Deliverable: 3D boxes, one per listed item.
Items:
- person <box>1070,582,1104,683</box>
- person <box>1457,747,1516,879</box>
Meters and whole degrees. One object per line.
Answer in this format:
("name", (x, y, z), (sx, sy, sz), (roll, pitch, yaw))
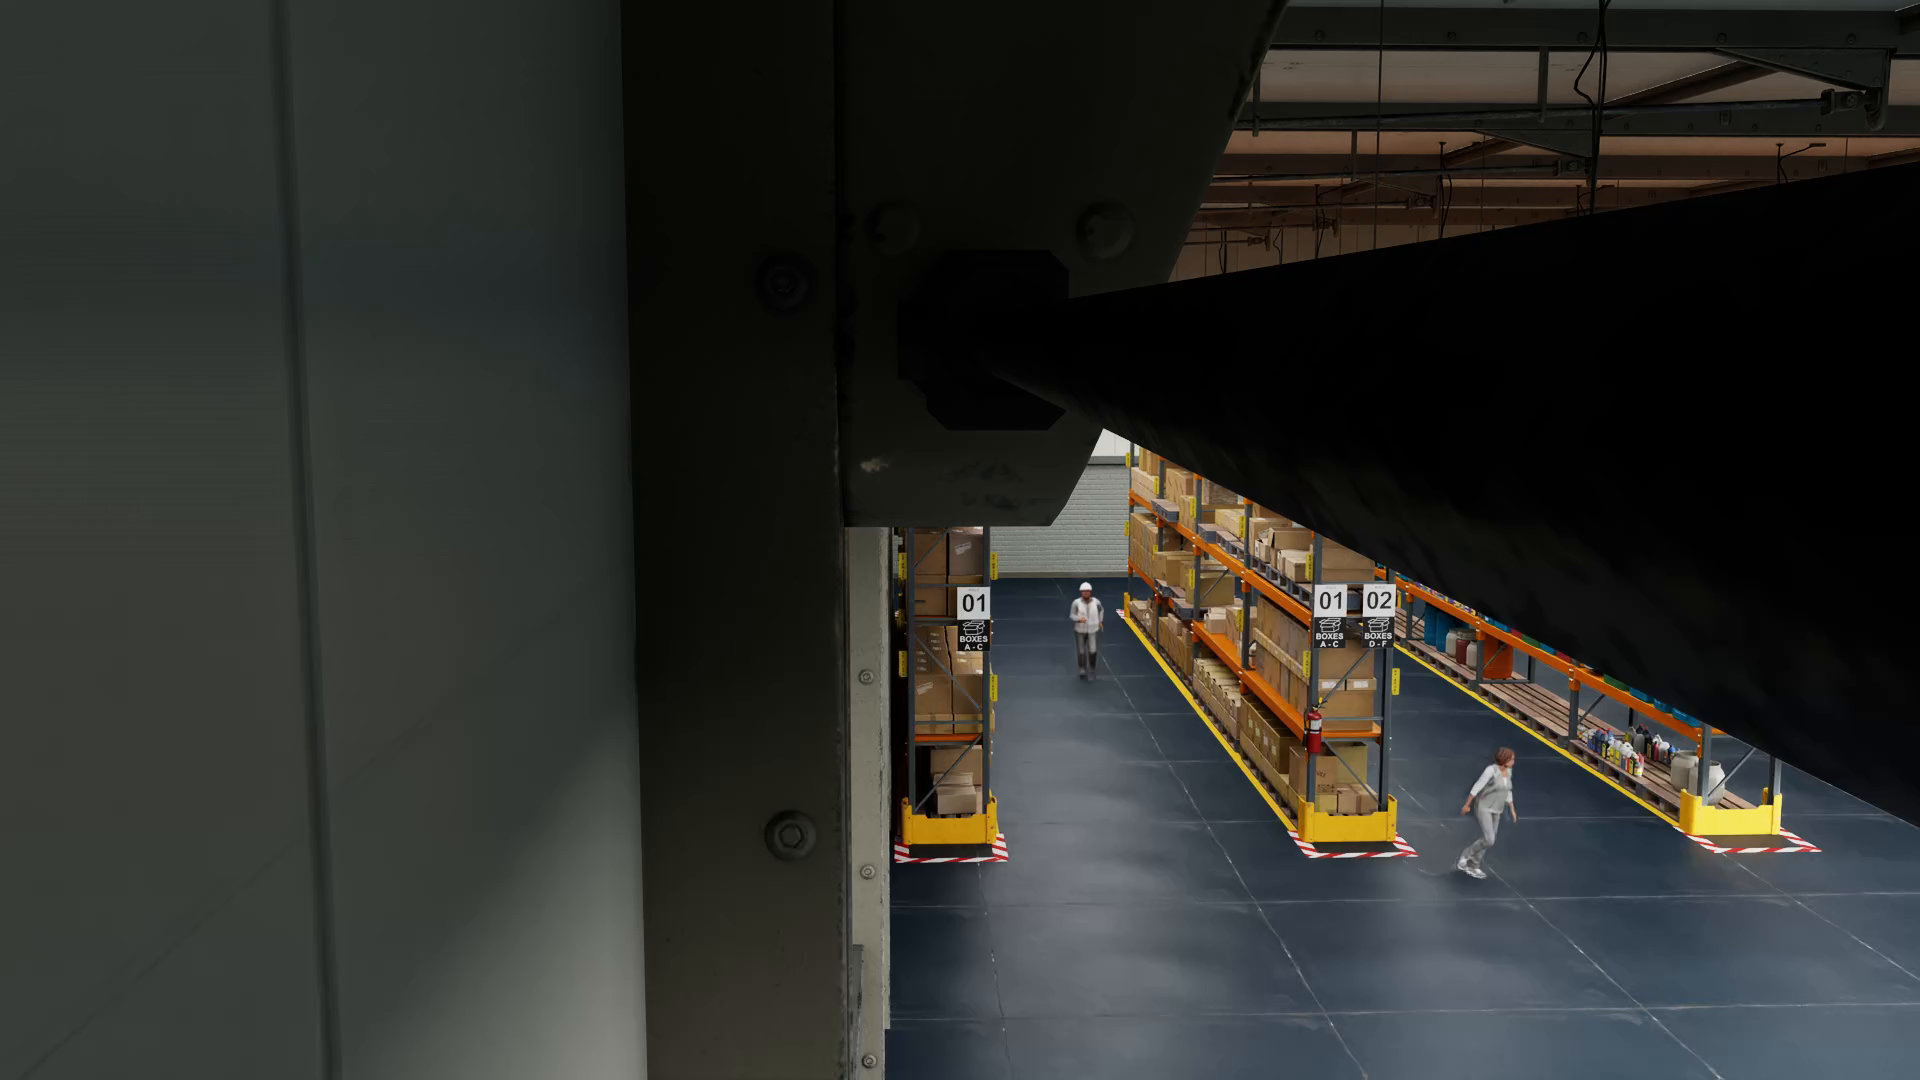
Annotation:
("person", (2.269, 1.652, 29.769), (0.625, 1.805, 0.813), (0, 7, 1))
("person", (6.071, 3.134, 19.140), (0.566, 1.569, 0.525), (-6, 9, -38))
